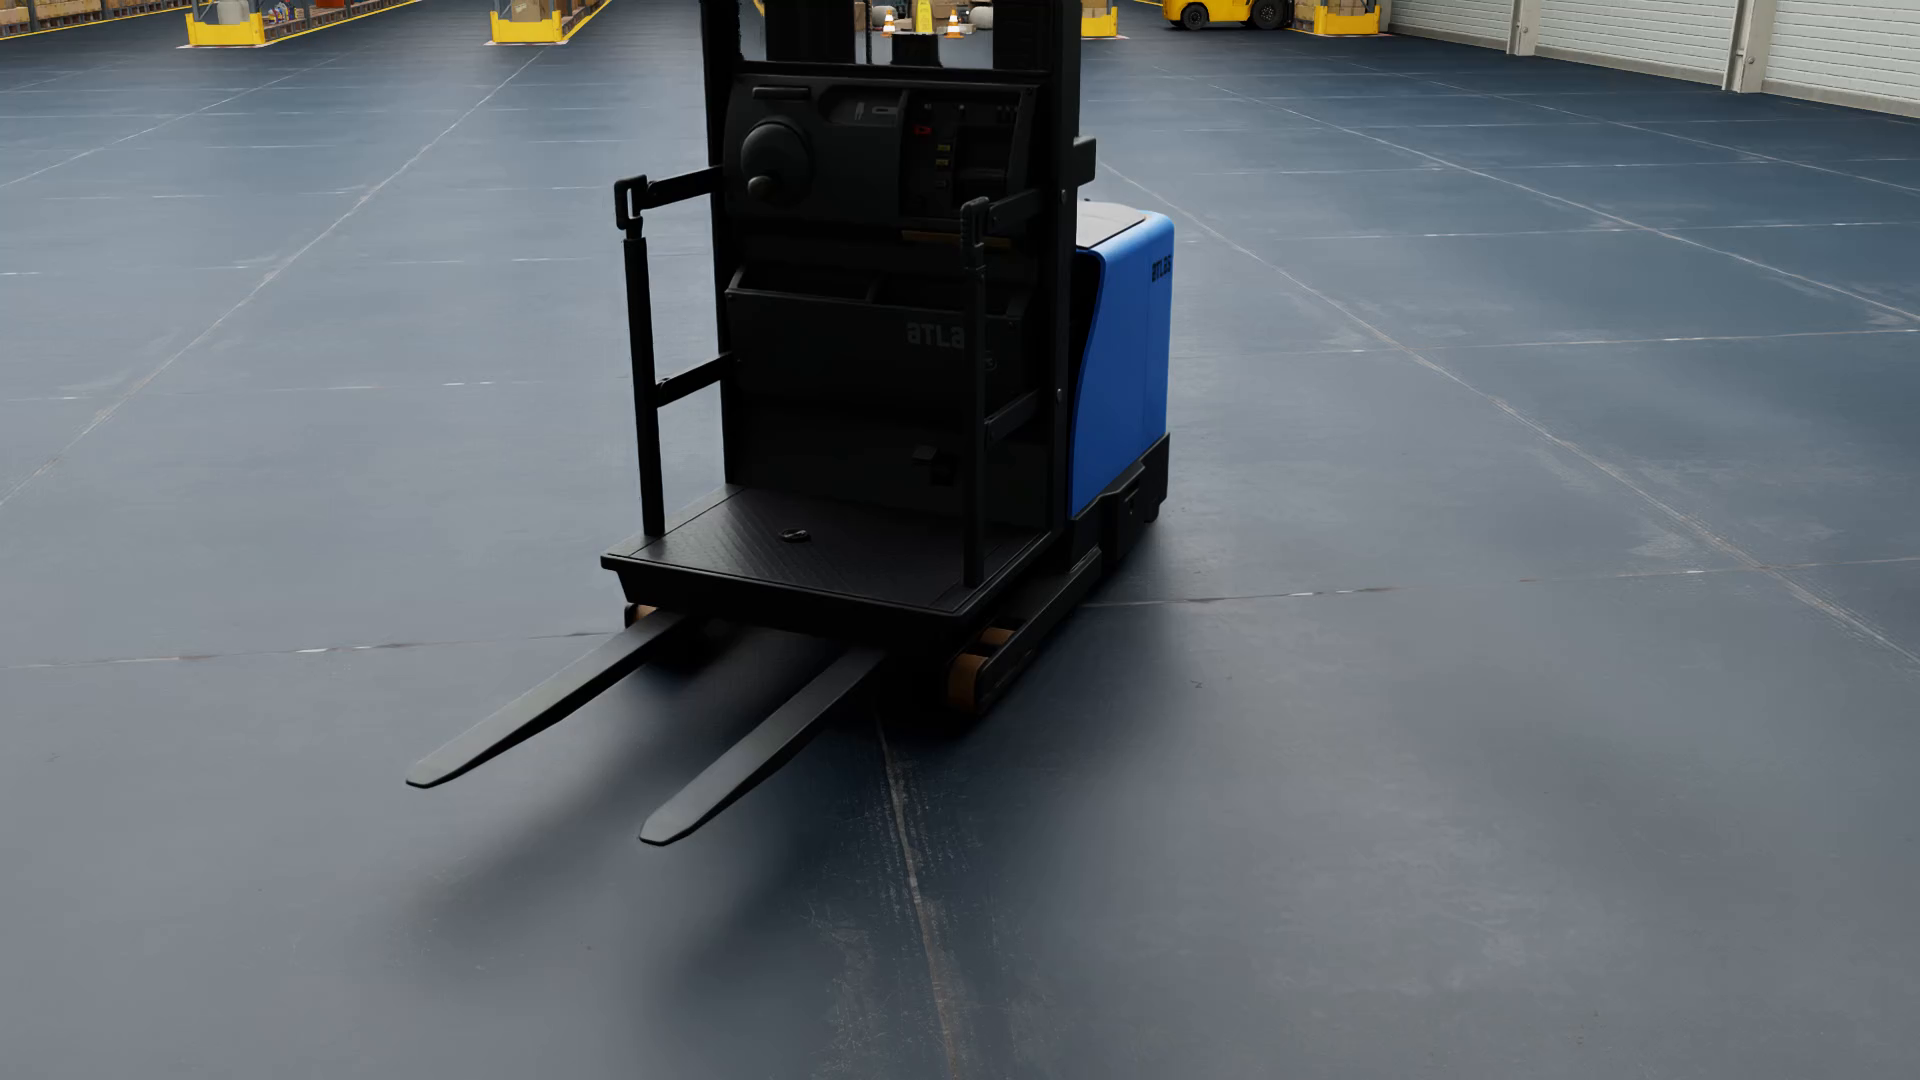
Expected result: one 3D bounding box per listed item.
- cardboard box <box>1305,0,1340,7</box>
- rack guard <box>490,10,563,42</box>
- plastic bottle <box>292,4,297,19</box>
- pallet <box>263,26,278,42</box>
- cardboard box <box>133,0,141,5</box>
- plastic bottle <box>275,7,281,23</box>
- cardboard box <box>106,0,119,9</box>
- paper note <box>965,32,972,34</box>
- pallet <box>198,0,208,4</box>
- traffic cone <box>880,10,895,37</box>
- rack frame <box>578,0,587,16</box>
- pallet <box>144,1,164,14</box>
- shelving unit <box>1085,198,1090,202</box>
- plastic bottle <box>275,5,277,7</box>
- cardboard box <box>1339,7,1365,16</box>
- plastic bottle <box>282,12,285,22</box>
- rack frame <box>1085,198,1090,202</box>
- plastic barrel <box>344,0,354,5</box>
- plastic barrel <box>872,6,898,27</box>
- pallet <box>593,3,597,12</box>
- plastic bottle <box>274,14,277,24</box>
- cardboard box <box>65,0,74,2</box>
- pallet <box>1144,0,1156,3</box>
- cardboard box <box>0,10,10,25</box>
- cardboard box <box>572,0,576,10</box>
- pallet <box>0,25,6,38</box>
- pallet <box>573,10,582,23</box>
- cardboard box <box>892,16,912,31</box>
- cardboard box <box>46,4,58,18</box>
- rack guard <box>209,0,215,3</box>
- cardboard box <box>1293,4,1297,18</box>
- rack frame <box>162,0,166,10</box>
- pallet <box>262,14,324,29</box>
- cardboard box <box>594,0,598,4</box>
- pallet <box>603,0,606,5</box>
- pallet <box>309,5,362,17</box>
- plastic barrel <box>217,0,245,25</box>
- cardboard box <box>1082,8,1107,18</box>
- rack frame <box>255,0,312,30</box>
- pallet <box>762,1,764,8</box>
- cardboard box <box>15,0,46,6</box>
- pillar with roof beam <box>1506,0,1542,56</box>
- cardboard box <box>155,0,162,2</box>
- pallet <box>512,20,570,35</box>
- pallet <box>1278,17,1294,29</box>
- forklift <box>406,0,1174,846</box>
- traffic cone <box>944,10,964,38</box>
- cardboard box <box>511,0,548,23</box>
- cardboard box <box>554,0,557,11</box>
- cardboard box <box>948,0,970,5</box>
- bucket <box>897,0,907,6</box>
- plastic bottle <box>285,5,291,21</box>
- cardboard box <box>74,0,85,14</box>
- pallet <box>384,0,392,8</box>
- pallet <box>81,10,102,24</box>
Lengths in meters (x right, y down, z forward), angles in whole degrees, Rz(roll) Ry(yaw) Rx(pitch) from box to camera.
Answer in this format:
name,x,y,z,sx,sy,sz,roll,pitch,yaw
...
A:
name,x,y,z,sx,sy,sz,roll,pitch,yaw
cardboard box,6.805,-10.142,31.198,0.500,0.250,0.500,-3,21,-8
rack guard,-7.544,-8.950,28.964,1.175,0.500,0.348,-3,21,-8
plastic bottle,-12.615,-10.013,31.493,0.061,0.283,0.133,-2,21,-5
pallet,-12.604,-8.844,29.094,1.003,0.211,1.213,-3,21,-8
cardboard box,-18.501,-12.109,36.793,0.500,0.500,0.500,-4,21,-10
plastic bottle,-12.451,-9.570,30.321,0.097,0.271,0.097,0,20,0
cardboard box,-18.272,-11.573,35.359,0.500,0.500,0.500,-2,21,-5
paper note,0.167,-9.430,30.922,0.148,0.019,0.142,-11,23,-26
pallet,-19.516,-13.527,41.633,1.003,0.211,1.213,-3,21,-8
traffic cone,-1.282,-9.377,30.161,0.336,0.463,0.334,-3,21,-8
rack frame,-8.686,-12.864,35.873,1.000,3.000,0.127,-3,21,-8
pallet,-18.912,-12.165,37.985,1.003,0.211,1.213,-3,21,-8
shelving unit,0.329,-0.721,6.146,0.215,1.050,0.252,9,22,22
plastic bottle,-12.656,-9.763,30.821,0.061,0.283,0.133,-3,21,-8
cardboard box,7.307,-9.935,31.358,0.500,0.250,0.500,-3,21,-8
plastic bottle,-12.495,-9.642,30.616,0.097,0.201,0.097,0,20,0
rack frame,0.378,-0.760,6.250,0.200,1.050,0.008,9,22,22
plastic barrel,-13.838,-12.241,37.050,0.600,0.588,0.708,-3,21,-8
plastic barrel,-1.505,-10.172,32.347,0.512,0.421,0.421,12,24,30
pallet,-8.898,-12.256,38.230,1.003,0.211,1.213,-3,21,-8
plastic bottle,-12.402,-9.419,30.019,0.097,0.201,0.097,0,20,0
cardboard box,-17.949,-10.840,32.982,0.500,0.311,0.500,-2,21,-6
pallet,5.357,-13.932,42.717,1.003,0.211,1.213,-3,21,-8
cardboard box,-17.481,-9.394,29.911,0.500,0.250,0.500,-3,21,-8
cardboard box,-8.389,-11.281,34.577,0.700,0.500,0.500,-1,21,-3
pallet,-17.661,-8.974,29.442,1.003,0.211,1.213,-3,21,-8
pallet,-8.403,-10.866,34.507,1.003,0.211,1.213,-3,21,-8
cardboard box,-1.117,-9.912,31.874,0.396,0.266,0.258,1,20,2
cardboard box,-17.798,-10.219,32.119,0.500,0.250,0.500,-2,21,-6
rack guard,-19.632,-13.939,42.321,1.175,0.500,0.348,-3,21,-8
cardboard box,6.679,-10.248,32.196,0.500,0.250,0.500,-3,21,-7
rack frame,-19.066,-13.751,38.246,1.000,3.000,0.127,-3,21,-8
pallet,-13.163,-10.193,32.706,1.003,0.211,1.213,-3,21,-8
cardboard box,-8.886,-12.615,37.641,1.225,0.875,0.875,-3,21,-8
pallet,-9.474,-13.634,41.917,1.003,0.211,1.213,-3,21,-8
pallet,-13.742,-11.579,36.417,1.003,0.211,1.213,-3,21,-8
plastic barrel,-12.605,-9.100,28.749,0.421,0.512,0.421,0,20,0
cardboard box,2.431,-9.796,30.988,0.500,0.250,0.500,-3,21,-8
rack frame,-13.011,-11.230,31.496,1.000,3.000,0.127,-3,21,-8
pallet,-4.226,-12.889,39.923,1.003,0.211,1.213,-3,21,-8
cardboard box,-17.726,-10.308,31.557,0.500,0.311,0.500,-3,21,-8
pillar with roof beam,4.581,-11.648,24.043,9.100,9.000,0.400,-3,21,-8
cardboard box,-18.712,-12.630,38.188,0.500,0.500,0.500,-3,21,-8
pallet,-7.799,-9.519,30.901,1.003,0.211,1.213,-3,21,-8
pallet,6.860,-10.224,32.788,1.003,0.211,1.213,-3,21,-8
forklift,-0.313,-1.072,4.398,1.130,2.935,3.031,9,22,22
traffic cone,-0.114,-9.316,29.998,0.336,0.463,0.334,-3,21,-8
cardboard box,-7.607,-9.337,29.402,0.500,0.500,0.500,1,20,2
cardboard box,-8.002,-10.167,31.622,0.500,0.500,0.500,4,21,9
cardboard box,-0.060,-11.063,33.539,0.500,0.500,0.500,-3,21,-8
bucket,-0.886,-10.942,33.233,0.726,0.611,0.620,4,11,11
plastic bottle,-12.540,-9.834,31.013,0.061,0.283,0.133,-2,21,-4
cardboard box,-18.025,-10.752,33.547,0.500,0.250,0.500,-2,21,-7
pallet,-14.308,-12.946,40.076,1.003,0.211,1.213,-3,21,-8
pallet,-18.410,-10.773,34.258,1.003,0.211,1.213,-3,21,-8
